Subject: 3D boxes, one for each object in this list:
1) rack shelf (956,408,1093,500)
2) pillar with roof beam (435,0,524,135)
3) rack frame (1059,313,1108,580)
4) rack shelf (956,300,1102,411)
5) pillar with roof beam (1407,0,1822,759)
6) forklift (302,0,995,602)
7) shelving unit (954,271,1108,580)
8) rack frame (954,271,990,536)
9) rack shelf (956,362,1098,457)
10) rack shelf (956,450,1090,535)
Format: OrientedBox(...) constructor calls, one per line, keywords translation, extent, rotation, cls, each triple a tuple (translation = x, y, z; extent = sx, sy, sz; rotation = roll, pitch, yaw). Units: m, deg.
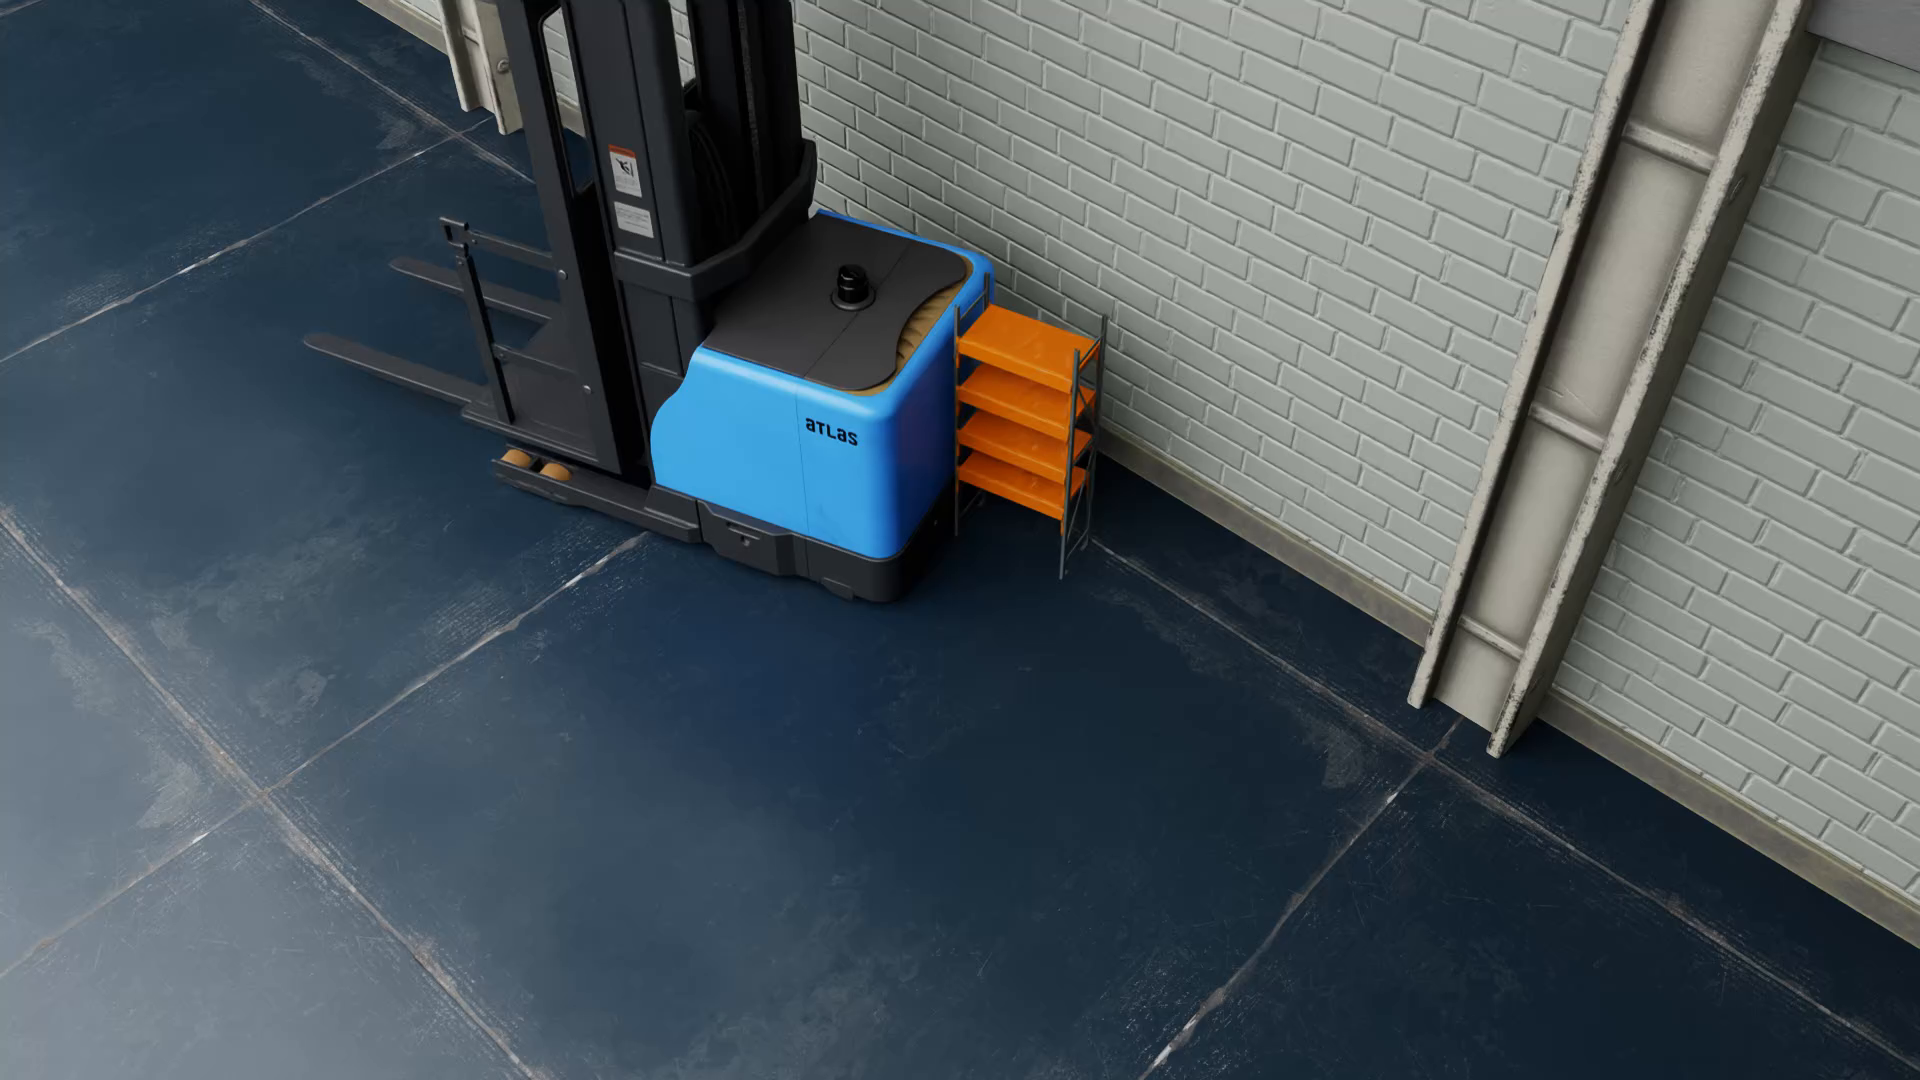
OrientedBox(translation=(0.255, -0.369, 6.475), extent=(0.480, 0.148, 0.258), rotation=(23, 51, 20), cls="rack shelf")
OrientedBox(translation=(-5.392, -3.115, 3.611), extent=(0.400, 9.000, 9.100), rotation=(34, 55, 28), cls="pillar with roof beam")
OrientedBox(translation=(0.467, -0.327, 6.342), extent=(0.015, 1.200, 0.240), rotation=(23, 51, 20), cls="rack frame")
OrientedBox(translation=(0.255, -0.684, 6.139), extent=(0.480, 0.148, 0.258), rotation=(23, 51, 20), cls="rack shelf")
OrientedBox(translation=(-0.983, -0.148, 0.825), extent=(0.400, 9.000, 9.100), rotation=(34, 55, 28), cls="pillar with roof beam")
OrientedBox(translation=(-1.410, -1.493, 6.250), extent=(3.031, 2.935, 1.130), rotation=(19, 50, 17), cls="forklift")
OrientedBox(translation=(0.255, -0.415, 6.426), extent=(0.503, 1.200, 0.258), rotation=(23, 51, 20), cls="shelving unit")
OrientedBox(translation=(0.044, -0.504, 6.509), extent=(0.015, 1.200, 0.240), rotation=(23, 51, 20), cls="rack frame")
OrientedBox(translation=(0.255, -0.522, 6.312), extent=(0.480, 0.148, 0.258), rotation=(23, 51, 20), cls="rack shelf")
OrientedBox(translation=(0.255, -0.233, 6.619), extent=(0.480, 0.148, 0.258), rotation=(23, 51, 20), cls="rack shelf")
